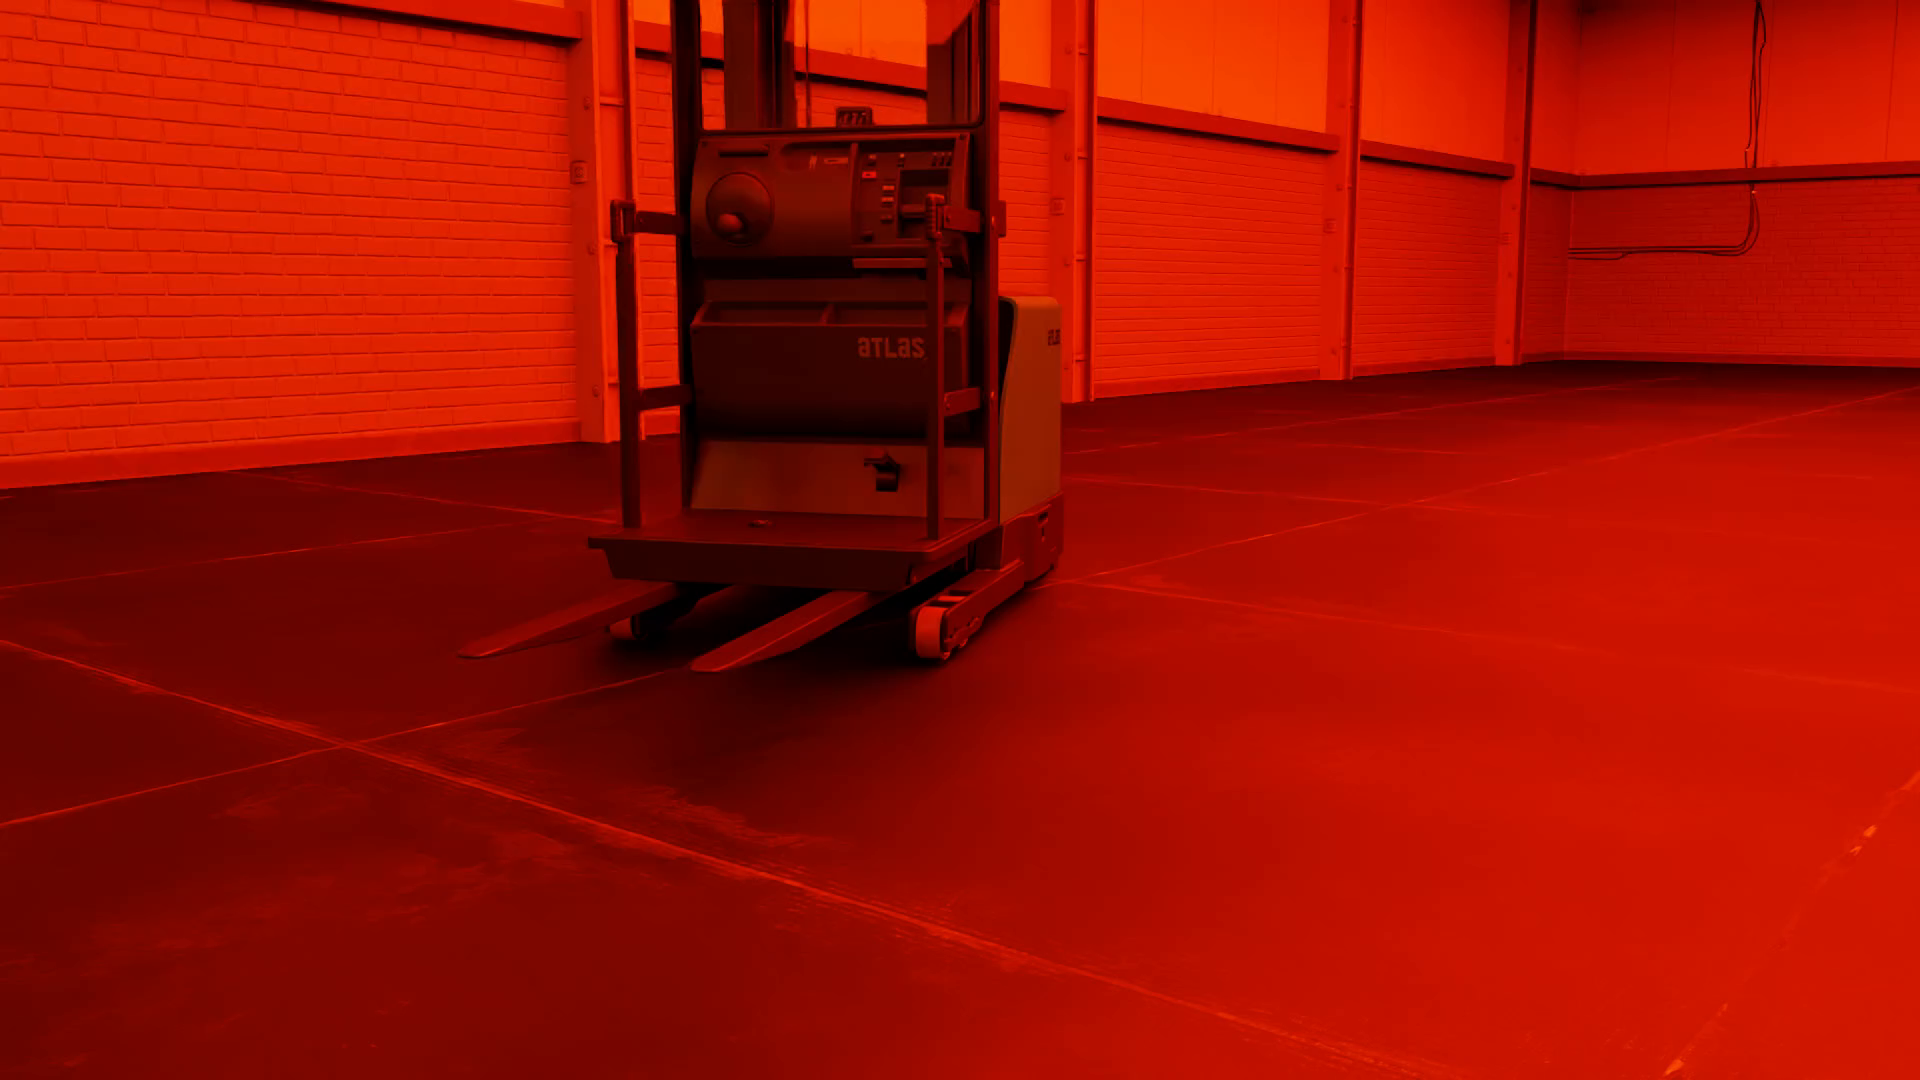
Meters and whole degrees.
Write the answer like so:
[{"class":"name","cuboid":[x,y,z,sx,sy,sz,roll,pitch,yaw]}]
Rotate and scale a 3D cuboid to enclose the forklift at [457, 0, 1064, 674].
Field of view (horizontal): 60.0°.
[{"class":"forklift","cuboid":[-0.479,-1.152,5.157,1.130,2.935,3.031,2,9,15]}]
